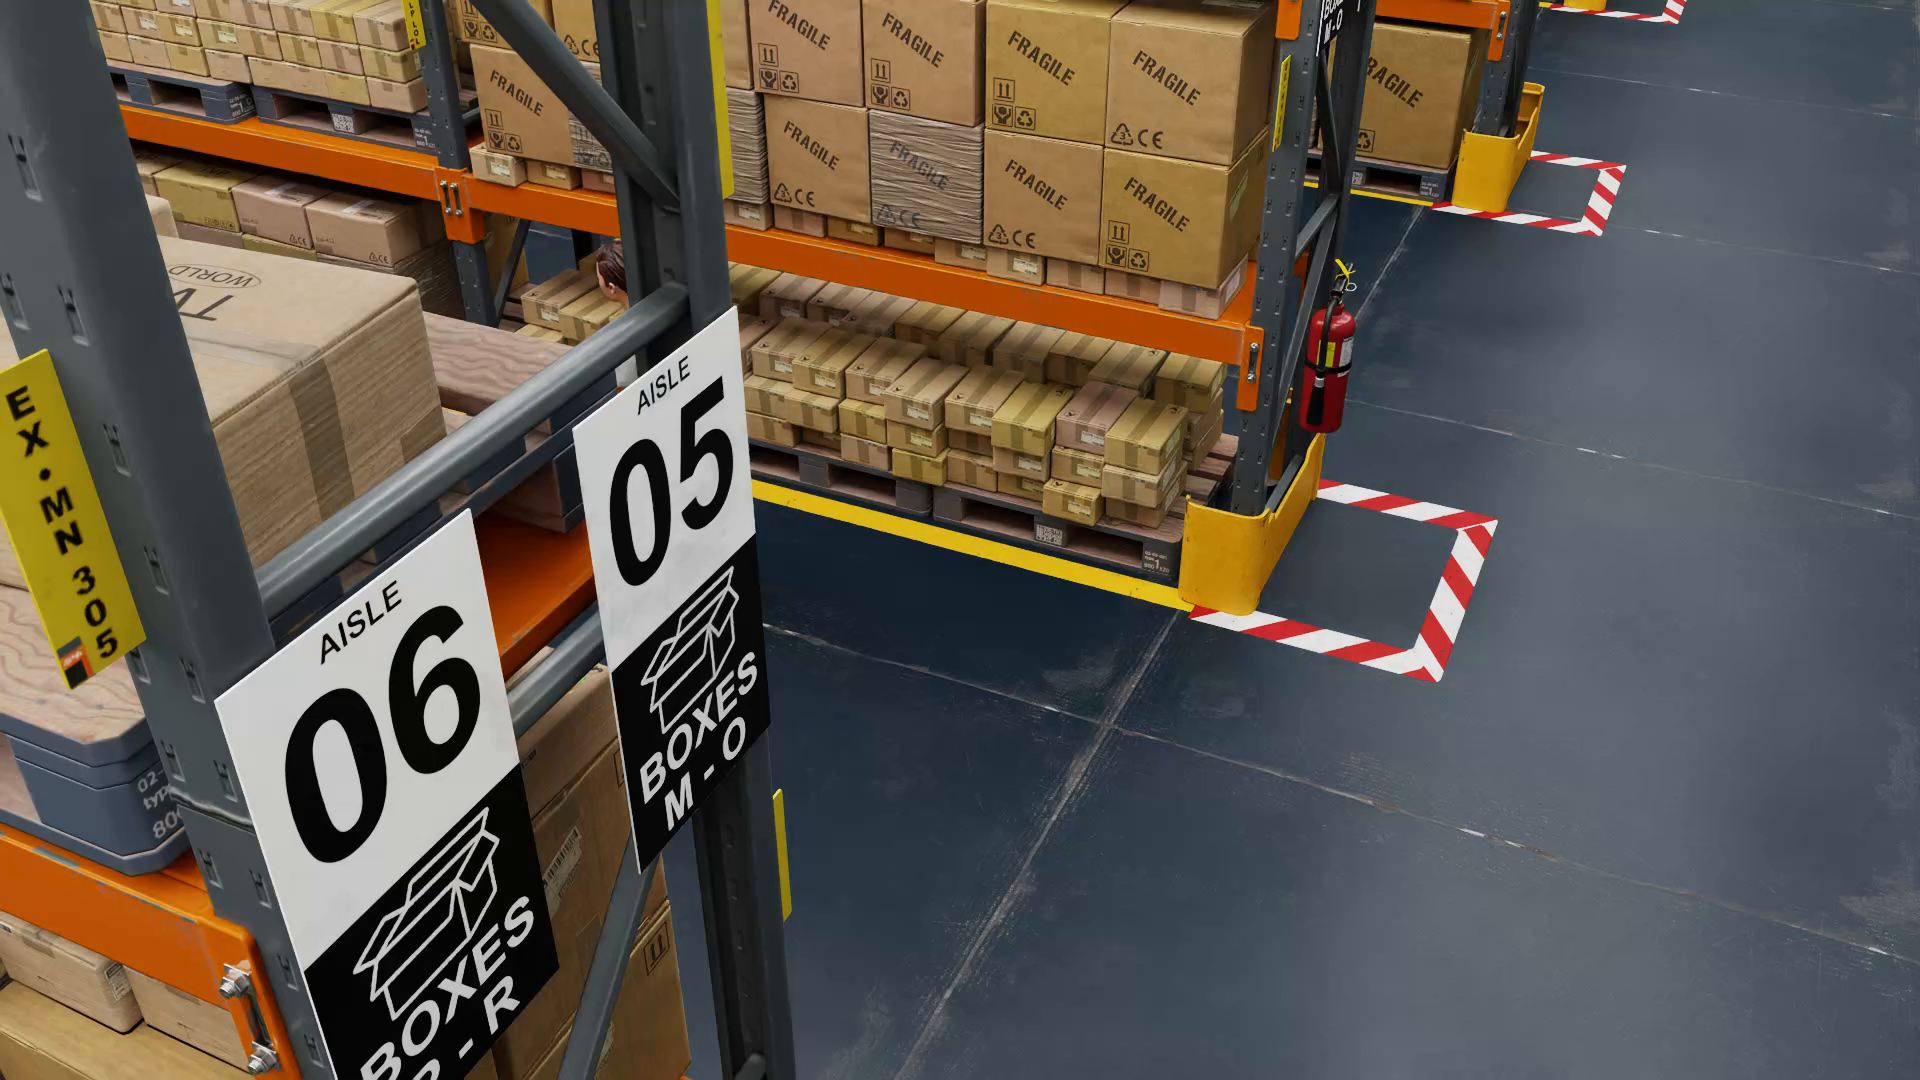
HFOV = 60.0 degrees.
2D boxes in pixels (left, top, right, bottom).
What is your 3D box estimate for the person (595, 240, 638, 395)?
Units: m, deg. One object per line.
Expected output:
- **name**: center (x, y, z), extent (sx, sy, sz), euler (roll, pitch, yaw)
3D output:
- **person**: center (-1.237, -0.434, 6.791), extent (0.350, 1.672, 0.501), euler (18, 38, 24)
